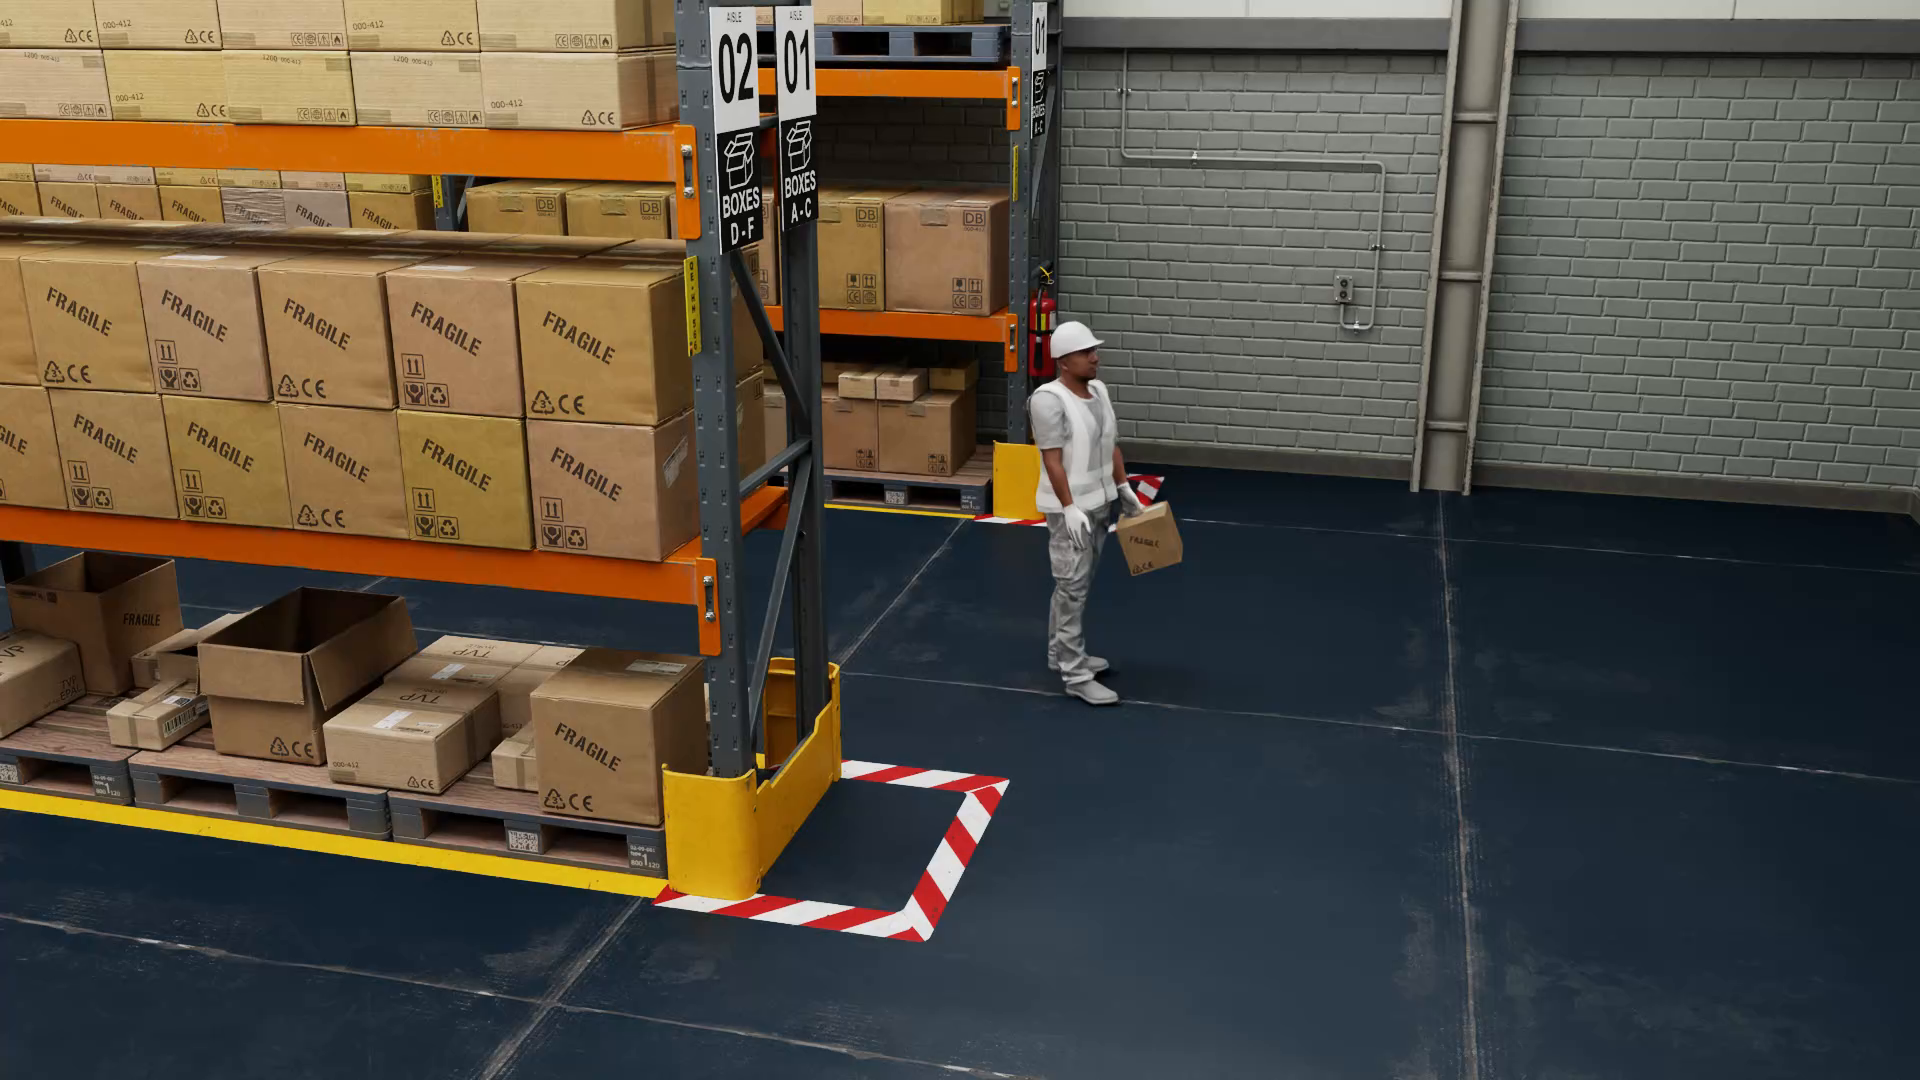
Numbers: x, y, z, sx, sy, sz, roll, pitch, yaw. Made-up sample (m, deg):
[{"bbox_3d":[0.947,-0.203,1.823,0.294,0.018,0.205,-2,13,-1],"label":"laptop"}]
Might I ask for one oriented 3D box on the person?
[{"bbox_3d":[0.633,-0.143,7.950,0.555,1.789,0.582,12,22,33],"label":"person"}]
